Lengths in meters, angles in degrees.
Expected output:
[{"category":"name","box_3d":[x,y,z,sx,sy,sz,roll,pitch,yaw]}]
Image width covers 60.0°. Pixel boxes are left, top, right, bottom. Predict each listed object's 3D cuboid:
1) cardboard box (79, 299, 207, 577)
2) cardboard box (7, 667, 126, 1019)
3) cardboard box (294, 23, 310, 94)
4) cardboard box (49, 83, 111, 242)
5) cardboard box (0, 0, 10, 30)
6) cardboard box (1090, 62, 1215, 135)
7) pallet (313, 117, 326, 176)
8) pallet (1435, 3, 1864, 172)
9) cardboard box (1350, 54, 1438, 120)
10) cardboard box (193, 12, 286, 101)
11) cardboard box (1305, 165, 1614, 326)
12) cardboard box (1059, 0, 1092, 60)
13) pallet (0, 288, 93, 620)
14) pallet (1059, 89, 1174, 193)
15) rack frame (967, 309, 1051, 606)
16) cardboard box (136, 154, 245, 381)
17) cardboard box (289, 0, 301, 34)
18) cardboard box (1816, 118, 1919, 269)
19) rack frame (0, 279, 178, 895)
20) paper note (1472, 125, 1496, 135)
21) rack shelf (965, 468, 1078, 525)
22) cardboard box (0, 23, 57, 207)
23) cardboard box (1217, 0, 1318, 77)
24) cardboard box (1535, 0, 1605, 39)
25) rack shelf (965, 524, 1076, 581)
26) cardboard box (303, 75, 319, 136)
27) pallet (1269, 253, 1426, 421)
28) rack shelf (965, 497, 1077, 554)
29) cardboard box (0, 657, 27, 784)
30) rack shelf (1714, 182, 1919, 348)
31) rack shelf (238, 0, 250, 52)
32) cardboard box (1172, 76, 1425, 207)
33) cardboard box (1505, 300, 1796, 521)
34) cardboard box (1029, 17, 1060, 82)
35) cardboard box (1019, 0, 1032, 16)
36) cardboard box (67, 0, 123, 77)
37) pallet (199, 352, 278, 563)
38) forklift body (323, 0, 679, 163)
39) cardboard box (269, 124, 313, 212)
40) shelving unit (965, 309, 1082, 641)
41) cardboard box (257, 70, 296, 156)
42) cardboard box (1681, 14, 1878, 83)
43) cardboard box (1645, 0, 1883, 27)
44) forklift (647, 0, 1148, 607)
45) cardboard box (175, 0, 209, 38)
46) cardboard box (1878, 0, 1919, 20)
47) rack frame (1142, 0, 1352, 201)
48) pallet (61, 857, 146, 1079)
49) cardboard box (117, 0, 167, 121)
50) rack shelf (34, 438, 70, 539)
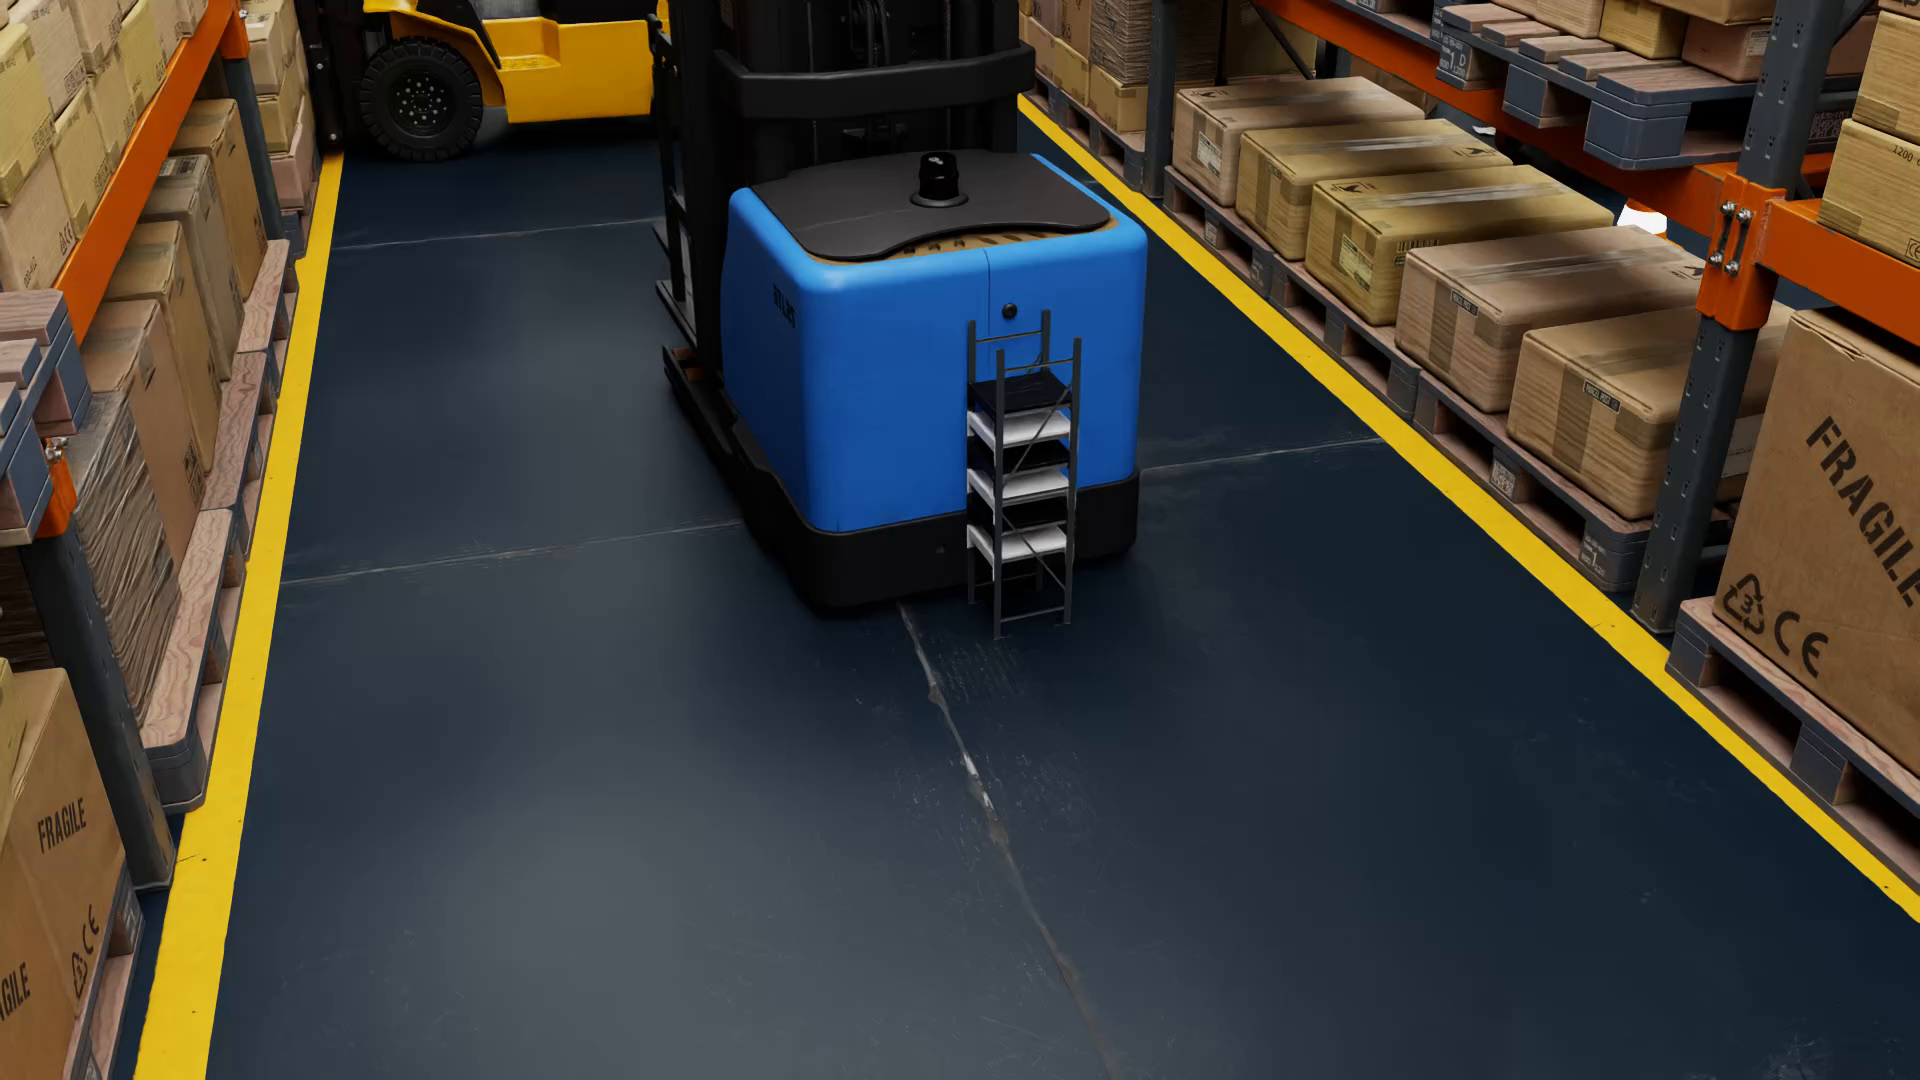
[{"category":"cardboard box","box_3d":[-2.661,-0.225,4.595,0.875,0.625,0.625,-7,31,-12]},{"category":"cardboard box","box_3d":[-2.008,0.623,3.256,0.500,0.500,0.500,-7,31,-12]},{"category":"cardboard box","box_3d":[-3.478,-2.355,8.151,0.500,0.250,0.500,-8,31,-14]},{"category":"cardboard box","box_3d":[-2.338,-0.879,3.923,0.500,0.250,0.500,-9,31,-14]},{"category":"cardboard box","box_3d":[-2.200,-1.099,3.407,0.380,0.149,0.250,-7,31,-12]},{"category":"cardboard box","box_3d":[0.979,-2.288,8.535,0.500,0.250,0.500,-6,31,-11]},{"category":"pallet","box_3d":[-3.887,-2.158,8.768,1.003,0.211,1.213,-8,31,-13]},{"category":"pallet","box_3d":[2.165,-1.362,4.800,1.213,0.211,1.003,-8,31,-13]},{"category":"cardboard box","box_3d":[2.423,-2.665,9.352,0.500,0.500,0.500,13,32,21]},{"category":"cardboard box","box_3d":[-3.215,-2.085,7.185,0.500,0.250,0.500,-8,31,-14]},{"category":"cardboard box","box_3d":[1.917,-1.156,6.457,0.950,0.372,0.625,-7,31,-12]},{"category":"cardboard box","box_3d":[0.843,-2.859,8.772,0.500,0.500,0.500,-7,31,-12]},{"category":"pallet","box_3d":[-2.080,-0.052,2.537,1.213,0.211,1.003,-8,31,-13]},{"category":"pallet","box_3d":[1.183,-2.160,8.771,1.003,0.211,1.213,-8,31,-13]},{"category":"rack frame","box_3d":[0.135,-0.219,4.730,0.240,0.900,0.006,-11,32,-18]},{"category":"cardboard box","box_3d":[-3.041,-0.913,5.784,0.875,0.625,0.625,-8,31,-14]},{"category":"cardboard box","box_3d":[-3.484,-2.572,8.027,0.500,0.250,0.500,-7,31,-12]},{"category":"cardboard box","box_3d":[2.344,-0.780,3.753,0.500,0.250,0.500,-8,31,-14]},{"category":"rack frame","box_3d":[-2.328,-0.453,3.039,1.000,3.000,0.127,-8,31,-13]},{"category":"paper note","box_3d":[2.900,-2.245,9.098,0.148,0.019,0.142,-8,31,-13]},{"category":"rack shelf","box_3d":[0.171,-0.142,4.664,0.258,0.077,0.200,-11,32,-18]},{"category":"cardboard box","box_3d":[-2.186,-0.855,3.383,0.500,0.250,0.500,-8,31,-13]},{"category":"cardboard box","box_3d":[1.499,-2.684,8.470,0.500,0.500,0.500,-6,31,-11]},{"category":"cardboard box","box_3d":[1.892,-1.551,4.766,0.380,0.149,0.250,-8,31,-14]},{"category":"rack shelf","box_3d":[0.171,0.013,4.754,0.258,0.077,0.200,-11,32,-18]},{"category":"cardboard box","box_3d":[-3.500,-2.144,8.285,0.500,0.250,0.500,-7,31,-12]},{"category":"pallet","box_3d":[1.931,-0.874,6.549,1.003,0.211,1.213,-8,31,-13]},{"category":"rack shelf","box_3d":[0.171,-0.064,4.709,0.258,0.077,0.200,-11,32,-18]},{"category":"cardboard box","box_3d":[-1.952,0.371,3.043,0.380,0.149,0.250,-9,31,-16]},{"category":"rack shelf","box_3d":[2.988,0.162,2.693,1.077,0.370,4.000,-8,31,-13]},{"category":"rack shelf","box_3d":[-3.920,-3.040,8.225,1.077,0.370,4.000,-8,31,-13]},{"category":"cardboard box","box_3d":[1.537,-1.838,7.636,0.950,0.372,0.625,-7,31,-13]},{"category":"cardboard box","box_3d":[2.317,-0.434,5.209,0.950,0.372,0.625,-10,32,-17]},{"category":"cardboard box","box_3d":[0.698,-2.790,9.402,0.500,0.250,0.500,-7,31,-13]},{"category":"cardboard box","box_3d":[0.556,-3.362,9.641,0.500,0.500,0.500,-7,31,-12]},{"category":"cardboard box","box_3d":[-2.463,-1.349,4.236,0.500,0.250,0.500,-9,31,-15]},{"category":"pallet","box_3d":[-2.829,-0.237,5.449,1.003,0.211,1.213,-8,31,-13]},{"category":"forklift body","box_3d":[-2.189,-3.276,8.764,2.313,2.155,1.214,-8,31,-13]},{"category":"cardboard box","box_3d":[-3.198,-1.654,7.440,0.500,0.250,0.500,-8,31,-13]},{"category":"shelving unit","box_3d":[0.171,-0.171,4.648,0.258,0.900,0.210,-11,32,-18]},{"category":"cardboard box","box_3d":[-3.220,-1.868,7.309,0.500,0.250,0.500,-8,31,-14]},{"category":"cardboard box","box_3d":[2.143,-1.315,4.359,0.380,0.149,0.250,-7,31,-11]},{"category":"cardboard box","box_3d":[2.068,-1.651,4.293,0.500,0.500,0.500,-9,31,-15]},{"category":"forklift","box_3d":[-0.462,-1.799,5.433,1.130,2.935,3.031,-11,32,-18]},{"category":"cardboard box","box_3d":[-2.864,-1.870,5.635,0.500,0.250,0.500,-8,31,-14]},{"category":"cardboard box","box_3d":[2.352,-1.320,3.439,0.500,0.500,0.500,-9,31,-15]},{"category":"rack frame","box_3d":[1.395,-3.047,7.520,1.000,3.000,0.127,-8,31,-13]},{"category":"pallet","box_3d":[-2.166,1.119,3.106,1.003,0.211,1.213,-8,31,-13]},{"category":"cardboard box","box_3d":[-2.618,-1.377,4.785,0.500,0.250,0.500,-7,31,-12]},{"category":"rack shelf","box_3d":[-1.797,0.824,1.550,1.077,0.370,4.000,-8,31,-13]}]
